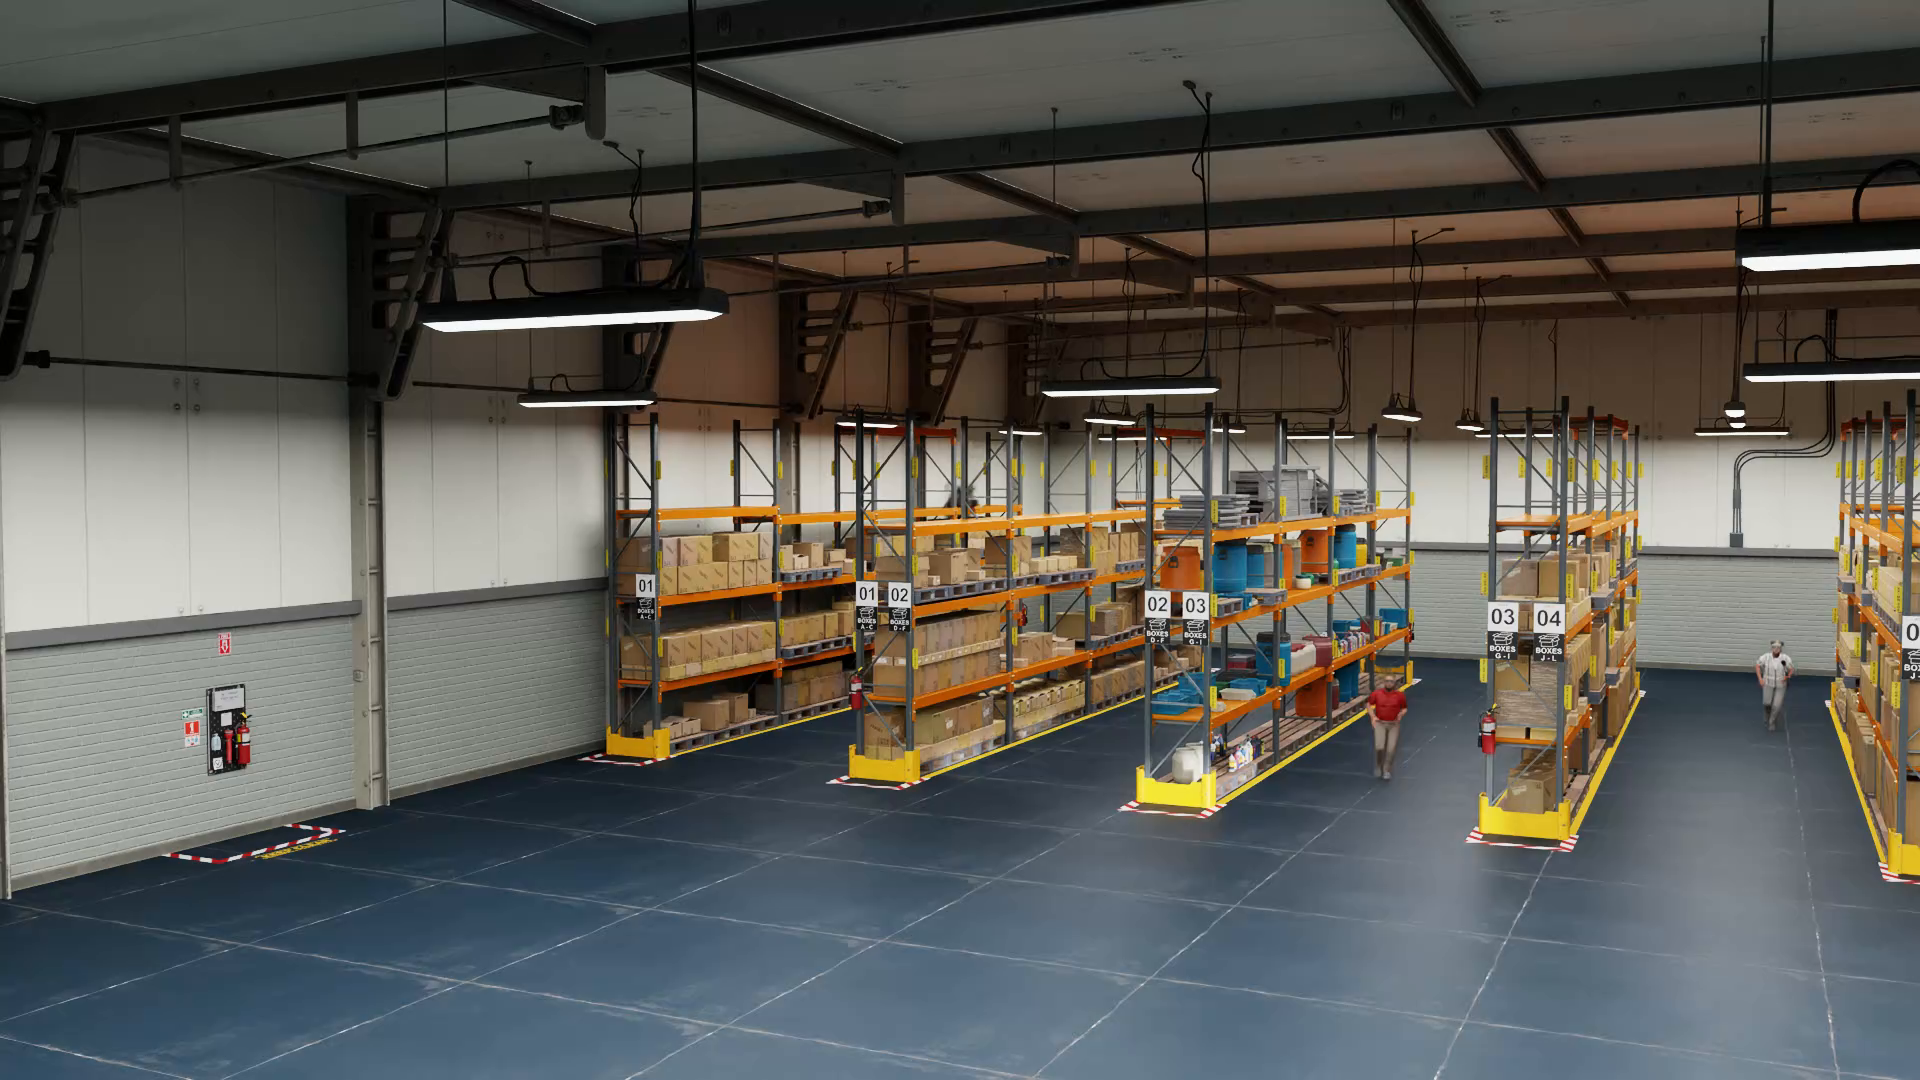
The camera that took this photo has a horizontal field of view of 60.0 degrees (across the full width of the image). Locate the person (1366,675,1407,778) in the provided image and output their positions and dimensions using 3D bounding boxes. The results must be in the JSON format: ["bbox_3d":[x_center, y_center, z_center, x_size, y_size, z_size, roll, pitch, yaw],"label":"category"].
[{"bbox_3d":[6.884,3.023,26.786,0.634,1.689,0.617,0,2,10],"label":"person"}]

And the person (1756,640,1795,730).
[{"bbox_3d":[15.714,2.789,32.063,0.671,1.742,0.584,1,3,24],"label":"person"}]
